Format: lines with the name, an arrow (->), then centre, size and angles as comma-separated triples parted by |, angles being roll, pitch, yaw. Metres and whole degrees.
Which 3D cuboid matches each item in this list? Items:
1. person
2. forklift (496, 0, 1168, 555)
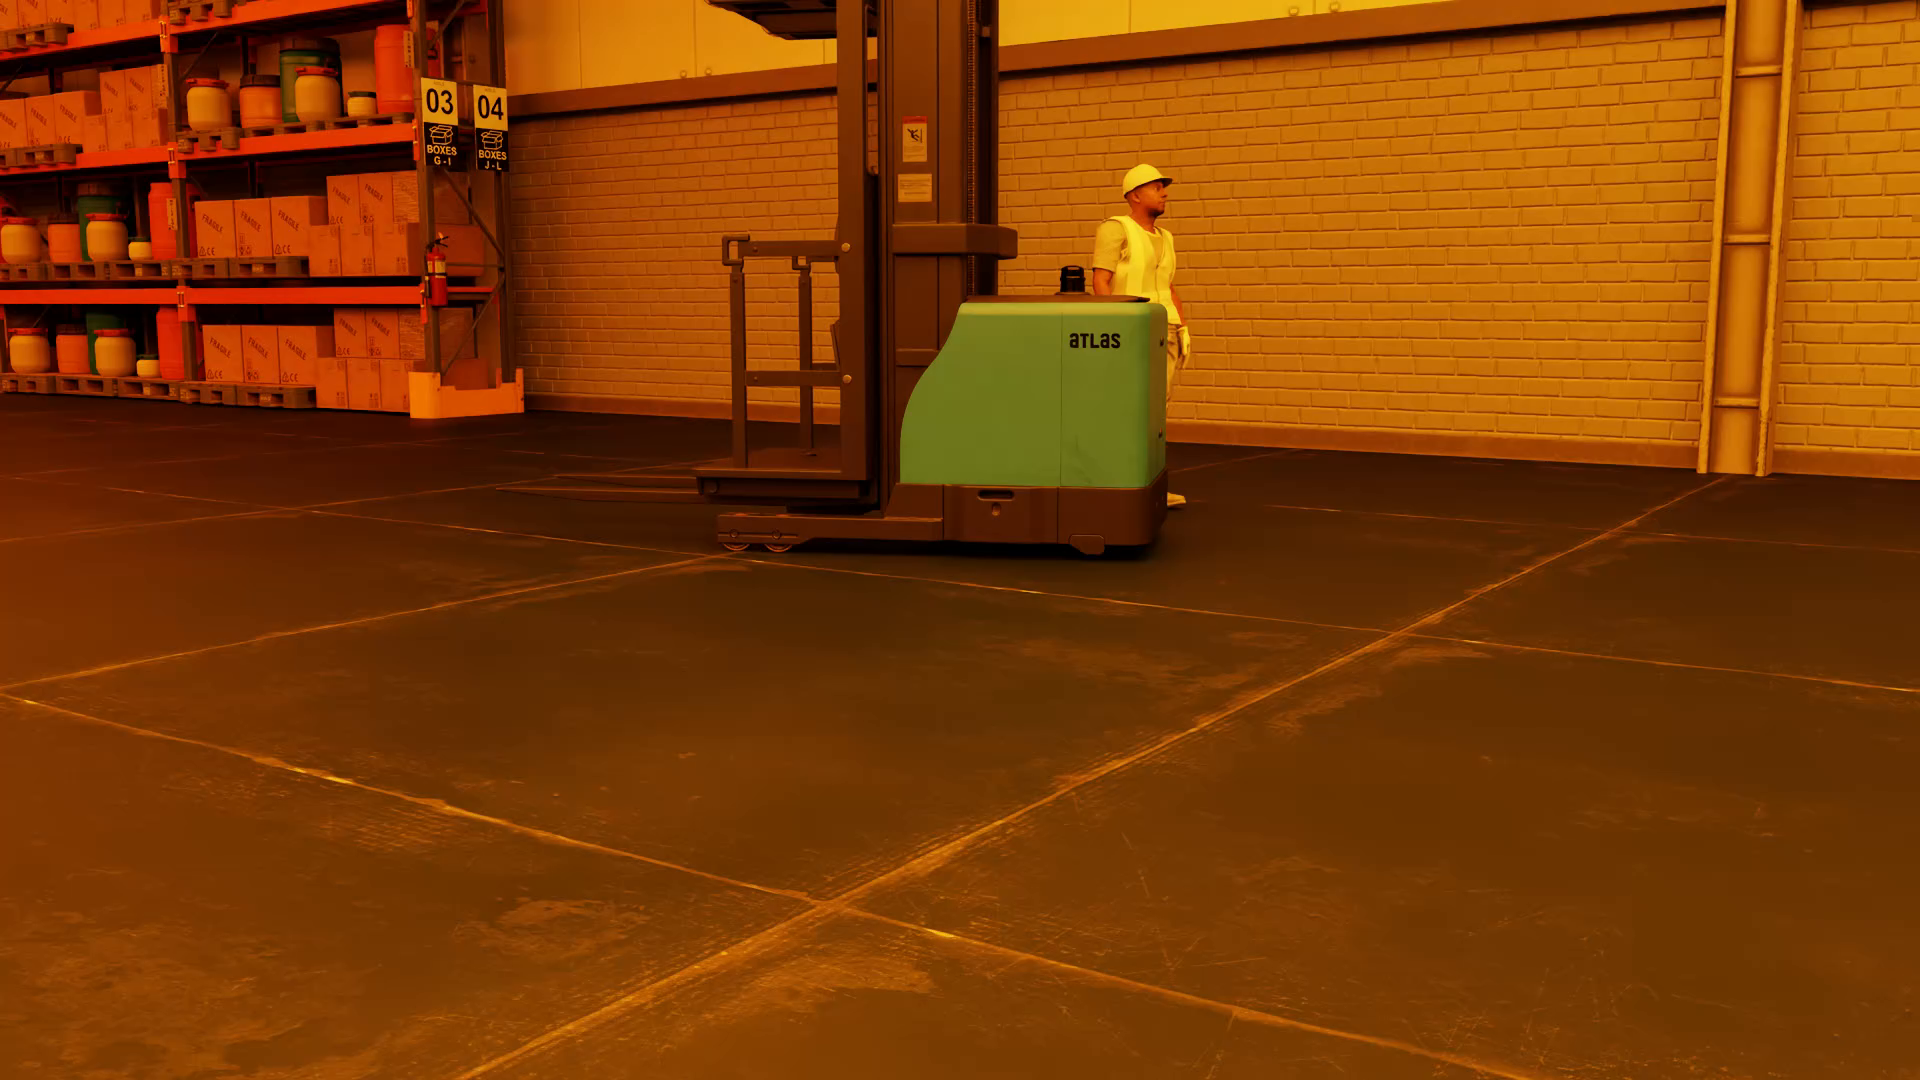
person -> 1.013, -1.058, 8.661 | 0.577, 1.781, 0.656 | 8, 11, 44
forklift -> -0.596, -1.469, 7.520 | 3.031, 2.935, 1.130 | 2, 8, 12
